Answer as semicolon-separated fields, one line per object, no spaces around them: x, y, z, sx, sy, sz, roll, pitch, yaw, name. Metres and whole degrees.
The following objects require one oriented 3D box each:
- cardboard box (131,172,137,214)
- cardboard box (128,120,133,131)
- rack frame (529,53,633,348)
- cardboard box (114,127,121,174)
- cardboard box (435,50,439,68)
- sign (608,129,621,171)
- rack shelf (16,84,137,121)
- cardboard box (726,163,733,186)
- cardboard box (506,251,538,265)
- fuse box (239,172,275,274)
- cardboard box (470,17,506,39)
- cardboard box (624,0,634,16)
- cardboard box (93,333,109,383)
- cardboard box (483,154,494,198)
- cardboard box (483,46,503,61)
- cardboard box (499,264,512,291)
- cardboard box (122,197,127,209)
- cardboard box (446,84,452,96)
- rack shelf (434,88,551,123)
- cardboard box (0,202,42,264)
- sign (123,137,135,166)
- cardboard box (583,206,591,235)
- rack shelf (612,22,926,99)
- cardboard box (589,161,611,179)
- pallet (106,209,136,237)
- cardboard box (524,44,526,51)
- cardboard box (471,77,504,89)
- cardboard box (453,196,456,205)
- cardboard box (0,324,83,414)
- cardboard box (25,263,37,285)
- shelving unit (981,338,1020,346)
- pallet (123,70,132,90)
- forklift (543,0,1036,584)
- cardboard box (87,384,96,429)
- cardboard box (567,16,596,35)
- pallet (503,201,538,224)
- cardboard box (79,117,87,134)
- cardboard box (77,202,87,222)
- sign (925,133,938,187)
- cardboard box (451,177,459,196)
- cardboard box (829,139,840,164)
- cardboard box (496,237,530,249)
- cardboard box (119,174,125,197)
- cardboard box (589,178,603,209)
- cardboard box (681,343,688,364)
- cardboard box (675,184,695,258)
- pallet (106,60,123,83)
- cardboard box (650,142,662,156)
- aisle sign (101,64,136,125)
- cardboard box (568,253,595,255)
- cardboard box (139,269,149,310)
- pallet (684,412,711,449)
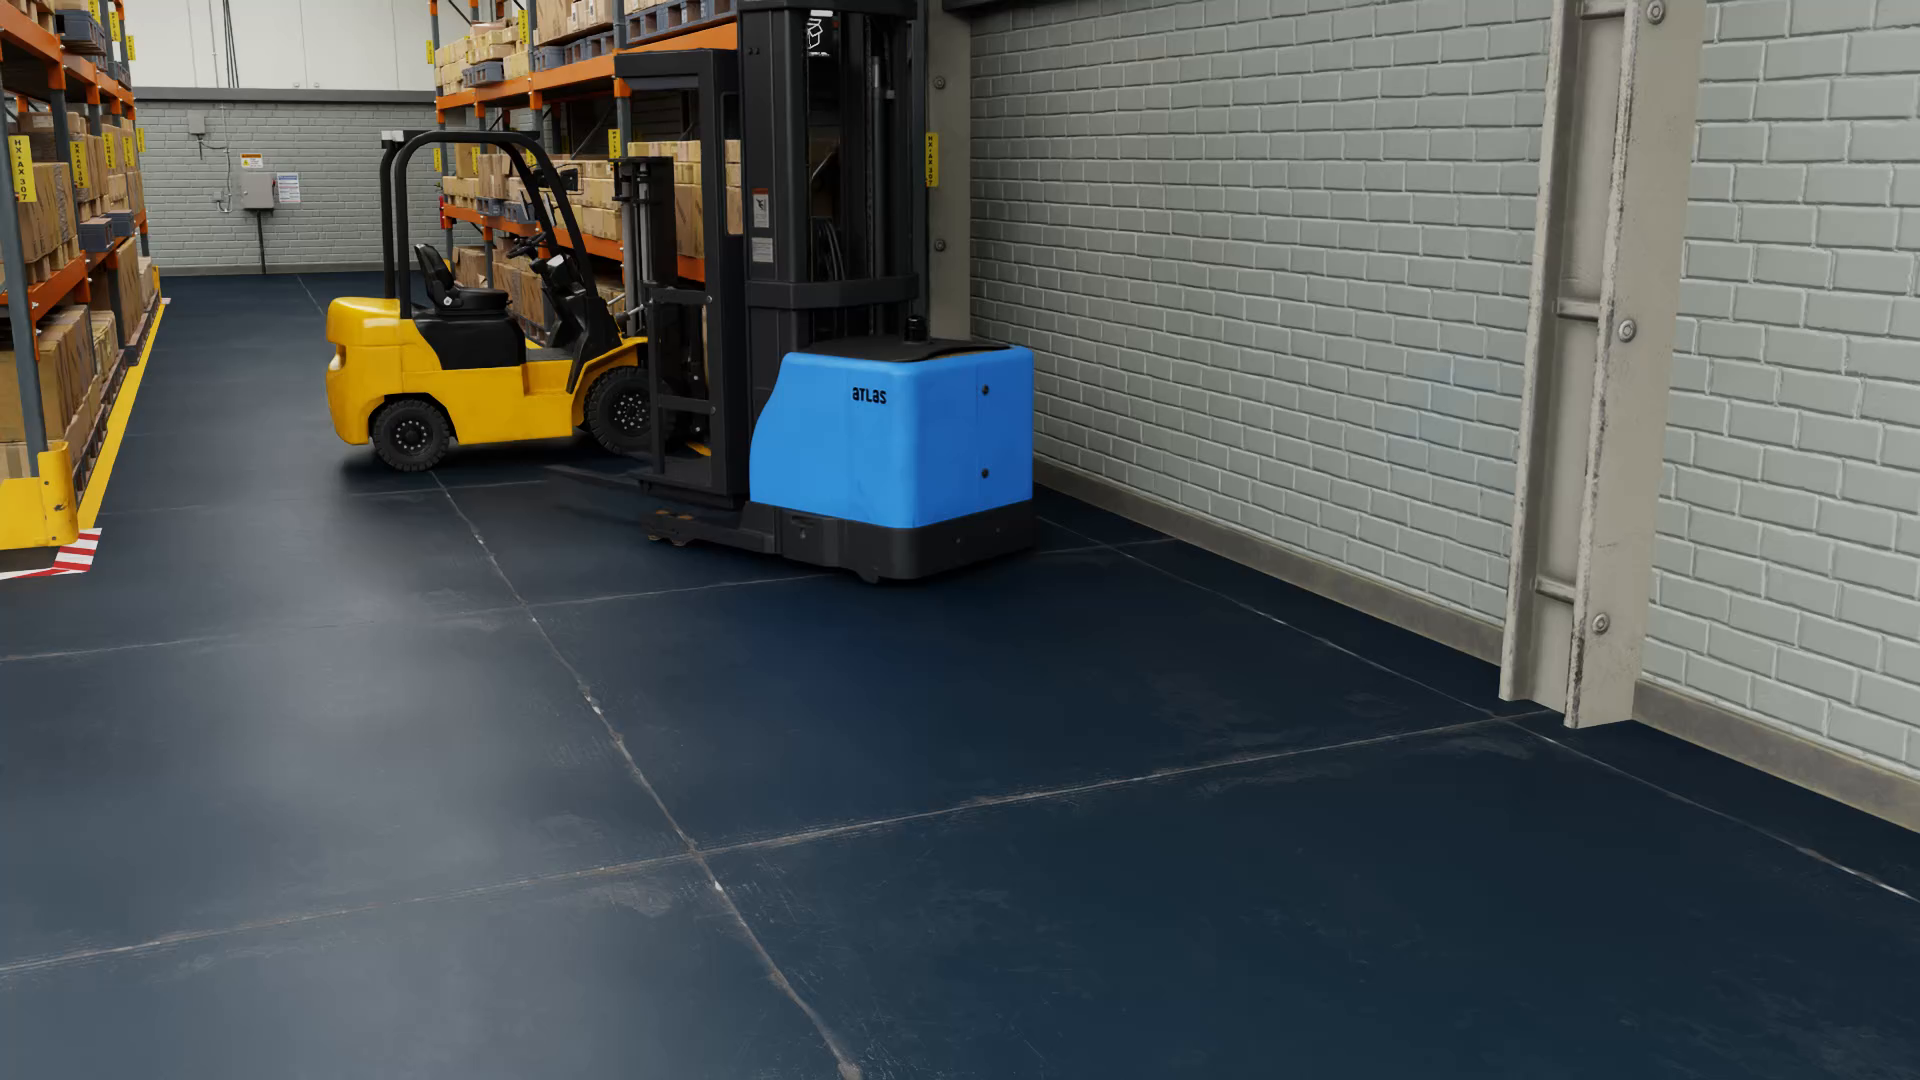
-10.193;-4.158;19.961;0.500;0.500;0.500;-6;14;-23;cardboard box
-11.018;-5.411;21.717;0.380;0.149;0.250;-6;14;-24;cardboard box
-3.898;-3.507;17.371;1.000;3.000;0.127;-6;14;-23;rack frame
-9.239;-4.138;17.657;0.500;0.500;0.500;-5;14;-21;cardboard box
-7.155;-6.822;23.607;0.500;0.250;0.500;-6;14;-24;cardboard box
-2.789;-3.155;13.458;0.100;0.325;0.005;-6;14;-23;sign
-10.848;-5.408;20.529;1.077;0.370;4.000;-6;14;-23;rack shelf
-1.355;-2.427;11.043;0.380;0.149;0.250;-6;14;-23;cardboard box
-5.305;-3.436;20.237;0.380;0.149;0.250;-6;15;-26;cardboard box
-11.946;-5.406;28.431;0.539;1.711;0.414;-6;14;-23;fuse box
-5.699;-6.179;20.087;0.396;0.266;0.258;-6;14;-24;cardboard box
-2.394;-4.153;12.912;0.380;0.149;0.250;-5;14;-22;cardboard box
-7.346;-1.412;13.216;0.950;0.372;0.625;-5;14;-19;cardboard box
-5.304;-4.360;19.901;0.700;0.500;0.500;-5;14;-22;cardboard box
-5.240;-5.564;19.010;0.380;0.149;0.250;-5;14;-22;cardboard box
-5.290;-3.091;20.185;0.500;0.500;0.500;-6;14;-24;cardboard box
-9.433;-3.636;18.261;0.500;0.250;0.500;-6;14;-24;cardboard box
-6.855;-6.191;22.874;0.380;0.149;0.250;-6;14;-23;cardboard box
-6.301;-5.858;22.469;1.077;0.370;4.000;-6;14;-23;rack shelf
-5.175;-1.722;8.775;0.500;0.500;0.500;-6;14;-24;cardboard box
-9.553;-4.461;19.100;0.100;0.325;0.005;-6;14;-23;sign
-3.114;-2.897;15.066;0.500;0.250;0.500;-6;14;-23;cardboard box
-1.494;-3.378;11.757;1.077;0.370;4.000;-6;14;-23;rack shelf
-3.032;-3.245;14.579;0.380;0.149;0.250;-6;14;-25;cardboard box
-8.061;-2.827;14.857;1.213;0.211;1.003;-6;14;-23;pallet
-4.428;-5.253;17.710;0.380;0.149;0.250;-5;14;-22;cardboard box
-5.915;-5.720;20.837;0.380;0.149;0.250;-6;14;-23;cardboard box
-7.078;-4.896;23.931;0.380;0.149;0.250;-5;14;-22;cardboard box
-5.726;-1.044;10.232;0.500;0.500;0.500;-5;14;-22;cardboard box
-5.332;-1.485;9.189;0.380;0.149;0.250;-6;14;-25;cardboard box
0.151;-0.525;8.811;0.252;1.050;0.215;12;17;41;shelving unit
-11.342;-5.977;21.585;1.003;0.211;1.213;-6;14;-23;pallet
-1.067;-1.473;8.736;3.031;2.935;1.130;11;17;39;forklift
-6.136;-0.890;11.228;0.500;0.250;0.500;-6;14;-24;cardboard box
-3.323;-4.632;14.983;0.380;0.149;0.250;-6;14;-24;cardboard box
-4.234;-3.547;17.970;1.213;0.211;1.003;-6;14;-23;pallet
-7.531;-3.460;13.915;0.380;0.149;0.250;-6;14;-26;cardboard box
-6.774;-2.457;12.457;0.380;0.149;0.250;-5;14;-22;cardboard box
-0.182;-2.364;10.334;0.100;0.325;0.005;-6;14;-23;sign
-6.759;-4.905;23.084;0.500;0.250;0.500;-6;14;-24;cardboard box
-0.632;-2.453;10.494;0.380;0.149;0.250;-6;14;-24;cardboard box
-5.545;-3.689;20.669;0.380;0.149;0.250;-6;14;-24;cardboard box
-9.227;-3.777;17.759;0.500;0.250;0.500;-5;14;-22;cardboard box
-2.939;-3.035;14.555;0.500;0.250;0.500;-6;14;-24;cardboard box
-1.789;-1.348;12.101;0.500;0.250;0.500;-6;14;-23;cardboard box
-1.747;-2.298;11.923;0.500;0.500;0.500;-6;14;-23;cardboard box
-10.365;-5.473;19.407;1.003;0.211;1.213;-6;14;-23;pallet
-2.133;-2.937;12.589;0.380;0.149;0.250;-5;14;-22;cardboard box
-11.394;-6.020;22.464;0.394;0.787;0.004;-6;14;-23;aisle sign
-4.531;-3.323;19.748;0.380;0.149;0.250;-5;14;-22;cardboard box
-10.200;-2.980;19.845;0.875;0.438;0.875;-6;14;-24;cardboard box
-1.523;-0.902;12.297;1.003;0.211;1.213;-6;14;-23;pallet
